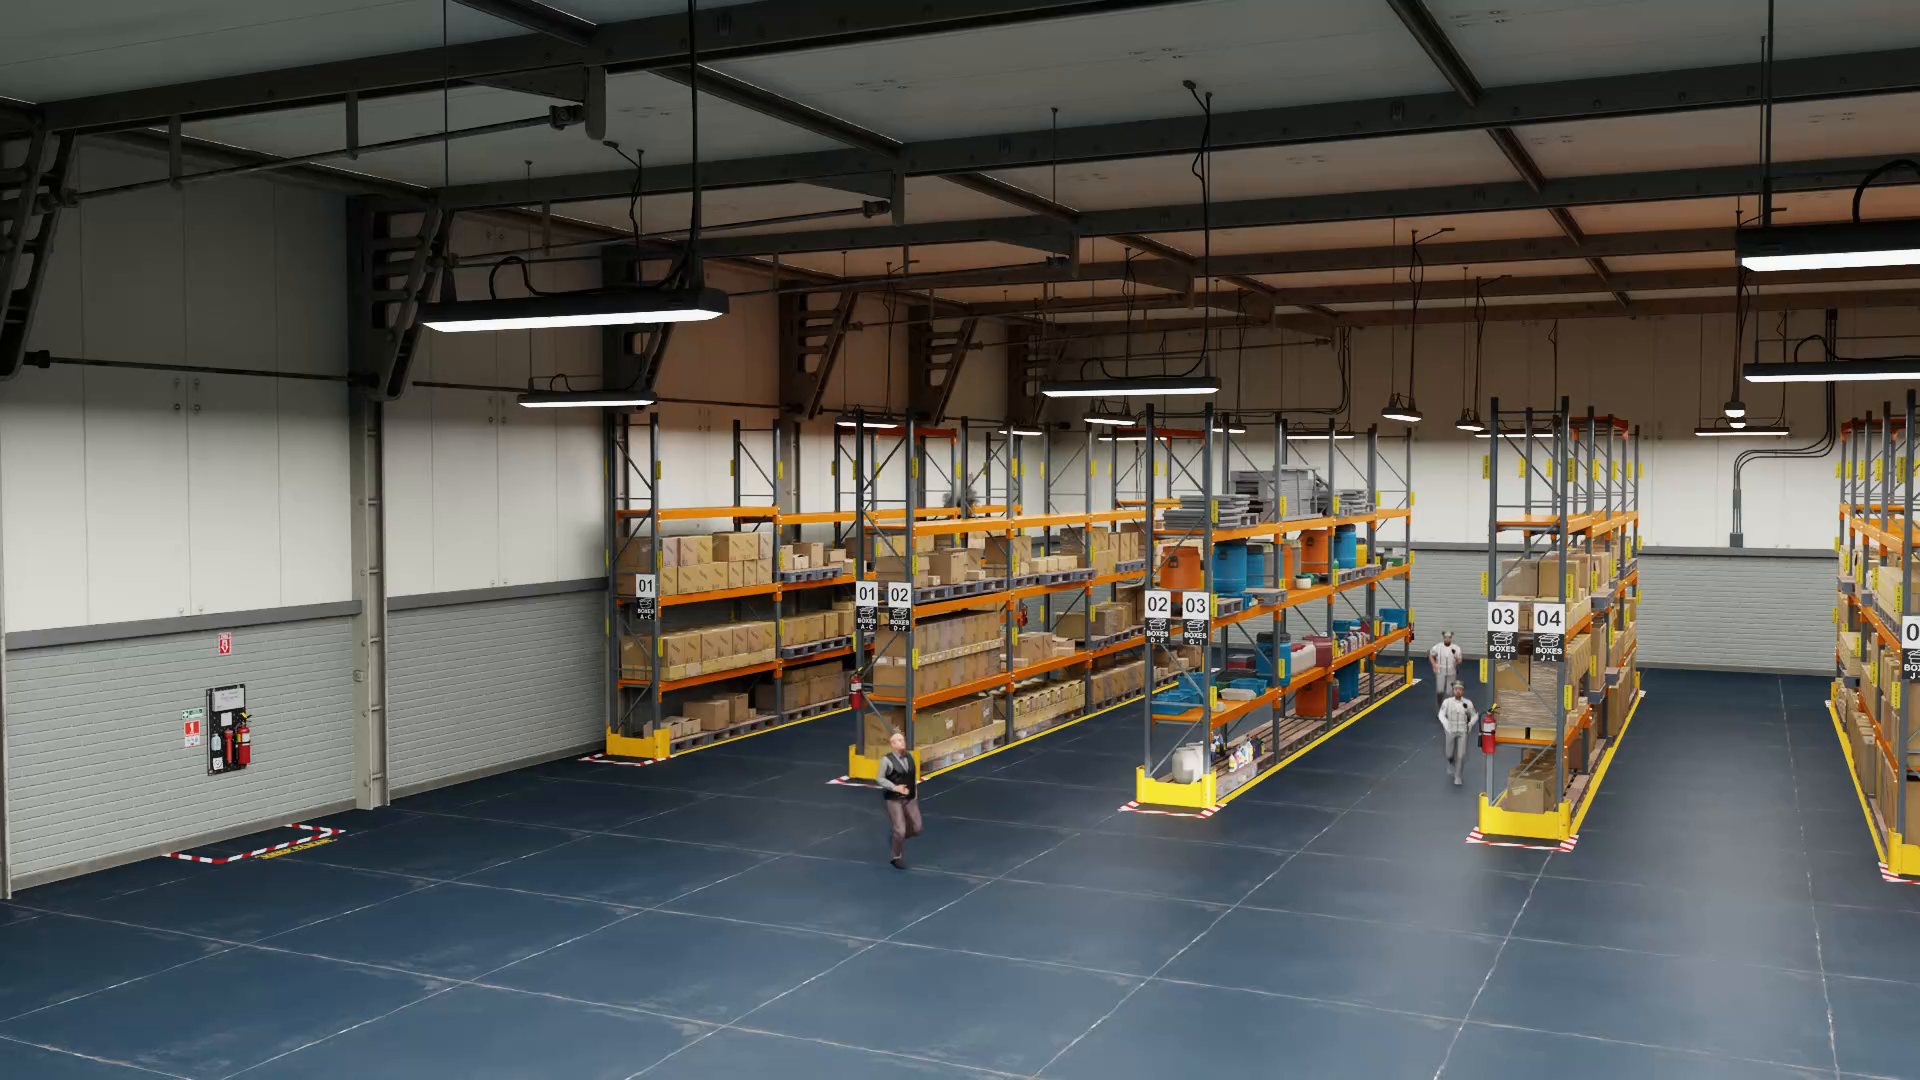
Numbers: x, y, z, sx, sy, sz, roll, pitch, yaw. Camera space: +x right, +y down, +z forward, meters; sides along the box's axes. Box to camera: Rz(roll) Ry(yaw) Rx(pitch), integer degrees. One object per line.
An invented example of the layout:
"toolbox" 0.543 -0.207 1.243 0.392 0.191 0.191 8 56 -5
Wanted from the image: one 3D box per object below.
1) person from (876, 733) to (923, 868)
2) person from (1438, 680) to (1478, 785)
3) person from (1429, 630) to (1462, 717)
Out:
"person" -0.749 3.313 20.969 0.698 1.619 0.591 -2 3 -41
"person" 7.954 3.061 26.557 0.615 1.641 0.575 1 3 17
"person" 9.848 2.714 33.685 0.634 1.783 0.690 0 2 11
